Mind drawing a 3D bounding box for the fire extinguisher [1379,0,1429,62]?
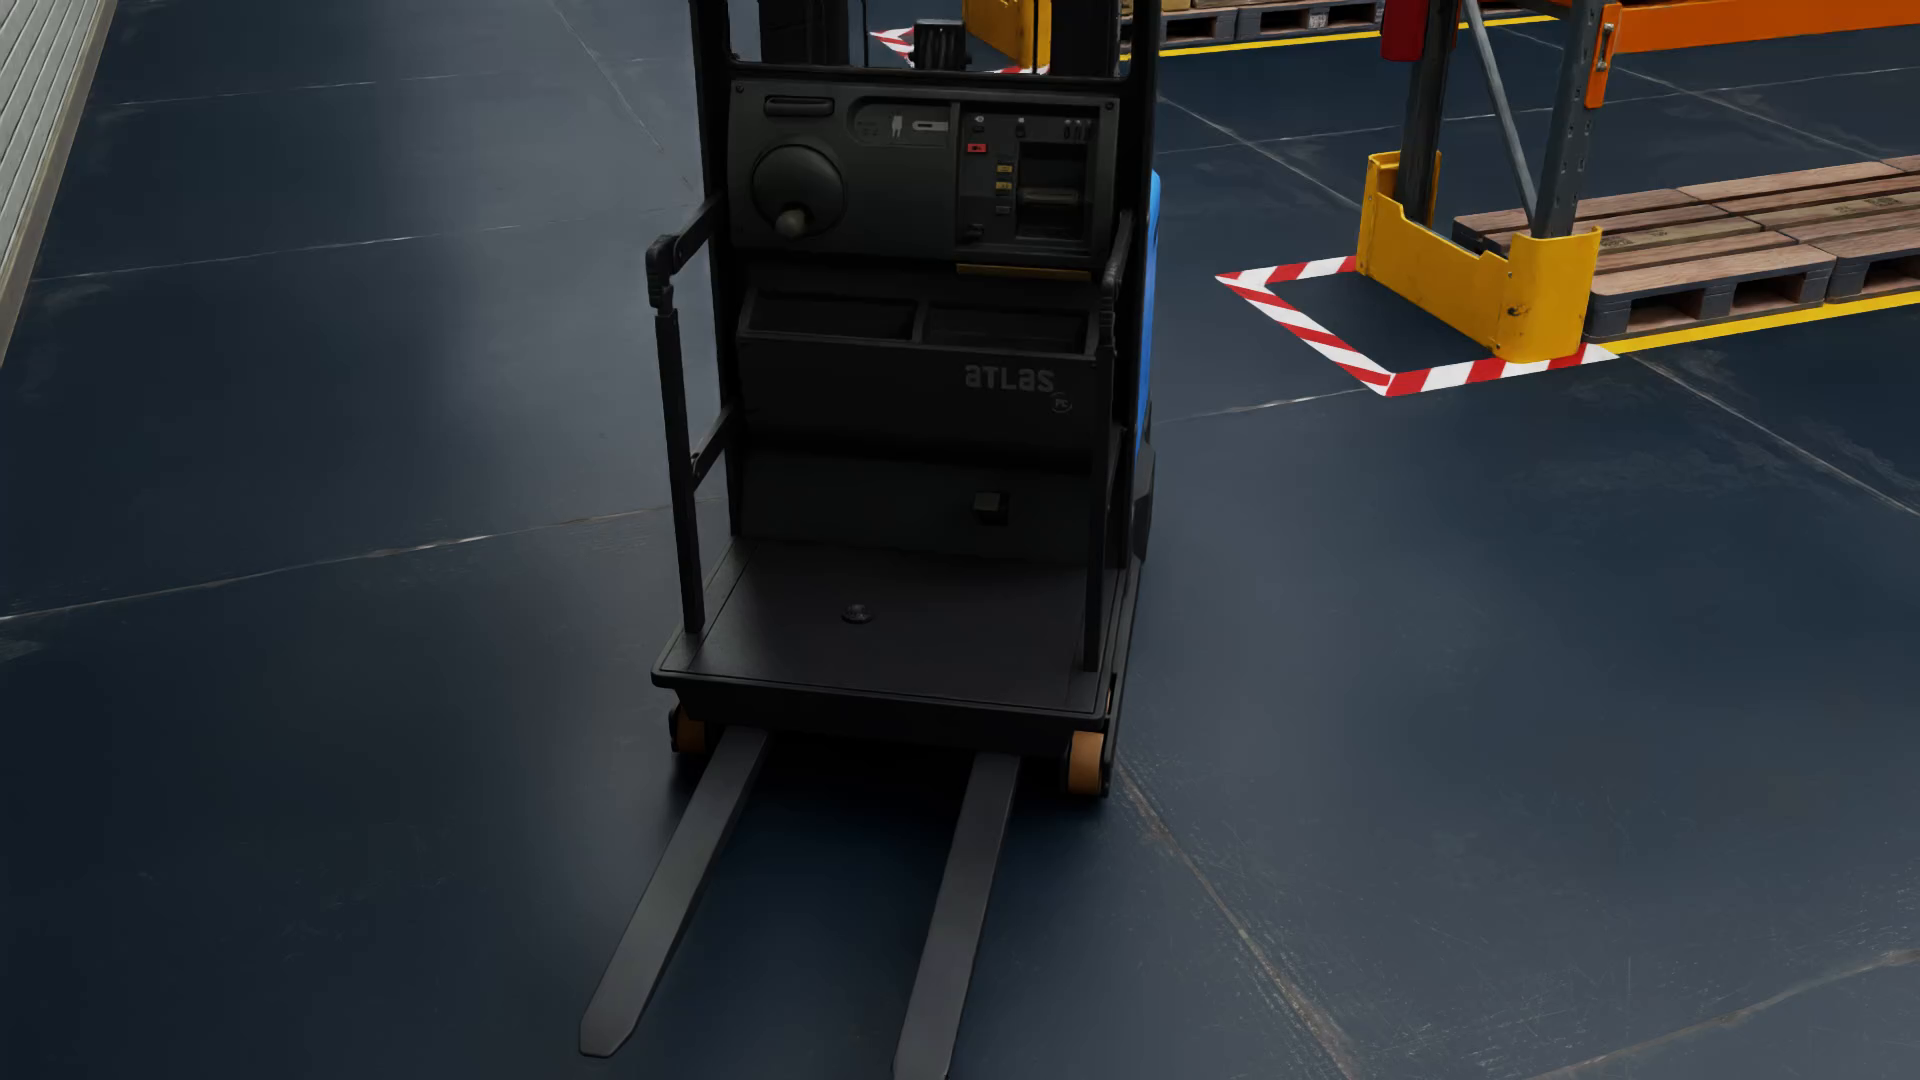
[{"bbox_3d":[1.811,-2.277,6.672,0.183,0.674,0.296,-10,31,-18],"label":"fire extinguisher"}]

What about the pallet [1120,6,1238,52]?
[{"bbox_3d":[1.106,-3.549,11.266,1.213,0.211,1.003,-10,31,-18],"label":"pallet"}]

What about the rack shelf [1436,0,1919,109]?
[{"bbox_3d":[3.986,-2.321,7.020,4.000,0.370,1.077,-10,31,-18],"label":"rack shelf"}]

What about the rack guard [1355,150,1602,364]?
[{"bbox_3d":[2.093,-1.192,6.837,0.348,0.500,1.175,-10,31,-18],"label":"rack guard"}]

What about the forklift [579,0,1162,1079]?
[{"bbox_3d":[-0.128,-0.830,3.745,1.130,2.935,3.031,5,30,8],"label":"forklift"}]

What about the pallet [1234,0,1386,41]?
[{"bbox_3d":[2.248,-3.758,11.632,1.213,0.211,1.003,-10,31,-18],"label":"pallet"}]

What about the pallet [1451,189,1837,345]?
[{"bbox_3d":[2.898,-1.201,7.145,1.213,0.211,1.003,-10,31,-18],"label":"pallet"}]

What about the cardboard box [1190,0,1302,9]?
[{"bbox_3d":[1.809,-4.150,11.226,0.875,0.875,0.875,-10,31,-18],"label":"cardboard box"}]

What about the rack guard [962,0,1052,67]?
[{"bbox_3d":[0.362,-3.496,10.881,0.348,0.500,1.175,-10,31,-18],"label":"rack guard"}]

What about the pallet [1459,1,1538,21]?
[{"bbox_3d":[3.393,-3.970,12.005,1.213,0.211,1.003,-10,31,-18],"label":"pallet"}]

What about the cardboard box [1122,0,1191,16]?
[{"bbox_3d":[0.956,-3.993,10.951,0.875,0.875,0.875,-10,31,-18],"label":"cardboard box"}]

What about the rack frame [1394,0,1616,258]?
[{"bbox_3d":[2.111,-2.288,6.236,0.127,3.000,1.000,-10,31,-18],"label":"rack frame"}]

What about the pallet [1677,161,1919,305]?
[{"bbox_3d":[4.039,-1.410,7.511,1.213,0.211,1.003,-10,31,-18],"label":"pallet"}]

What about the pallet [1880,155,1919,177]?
[{"bbox_3d":[5.184,-1.622,7.884,1.213,0.211,1.003,-10,31,-18],"label":"pallet"}]

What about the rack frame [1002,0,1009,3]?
[{"bbox_3d":[0.384,-4.586,10.270,0.127,3.000,1.000,-10,31,-18],"label":"rack frame"}]
